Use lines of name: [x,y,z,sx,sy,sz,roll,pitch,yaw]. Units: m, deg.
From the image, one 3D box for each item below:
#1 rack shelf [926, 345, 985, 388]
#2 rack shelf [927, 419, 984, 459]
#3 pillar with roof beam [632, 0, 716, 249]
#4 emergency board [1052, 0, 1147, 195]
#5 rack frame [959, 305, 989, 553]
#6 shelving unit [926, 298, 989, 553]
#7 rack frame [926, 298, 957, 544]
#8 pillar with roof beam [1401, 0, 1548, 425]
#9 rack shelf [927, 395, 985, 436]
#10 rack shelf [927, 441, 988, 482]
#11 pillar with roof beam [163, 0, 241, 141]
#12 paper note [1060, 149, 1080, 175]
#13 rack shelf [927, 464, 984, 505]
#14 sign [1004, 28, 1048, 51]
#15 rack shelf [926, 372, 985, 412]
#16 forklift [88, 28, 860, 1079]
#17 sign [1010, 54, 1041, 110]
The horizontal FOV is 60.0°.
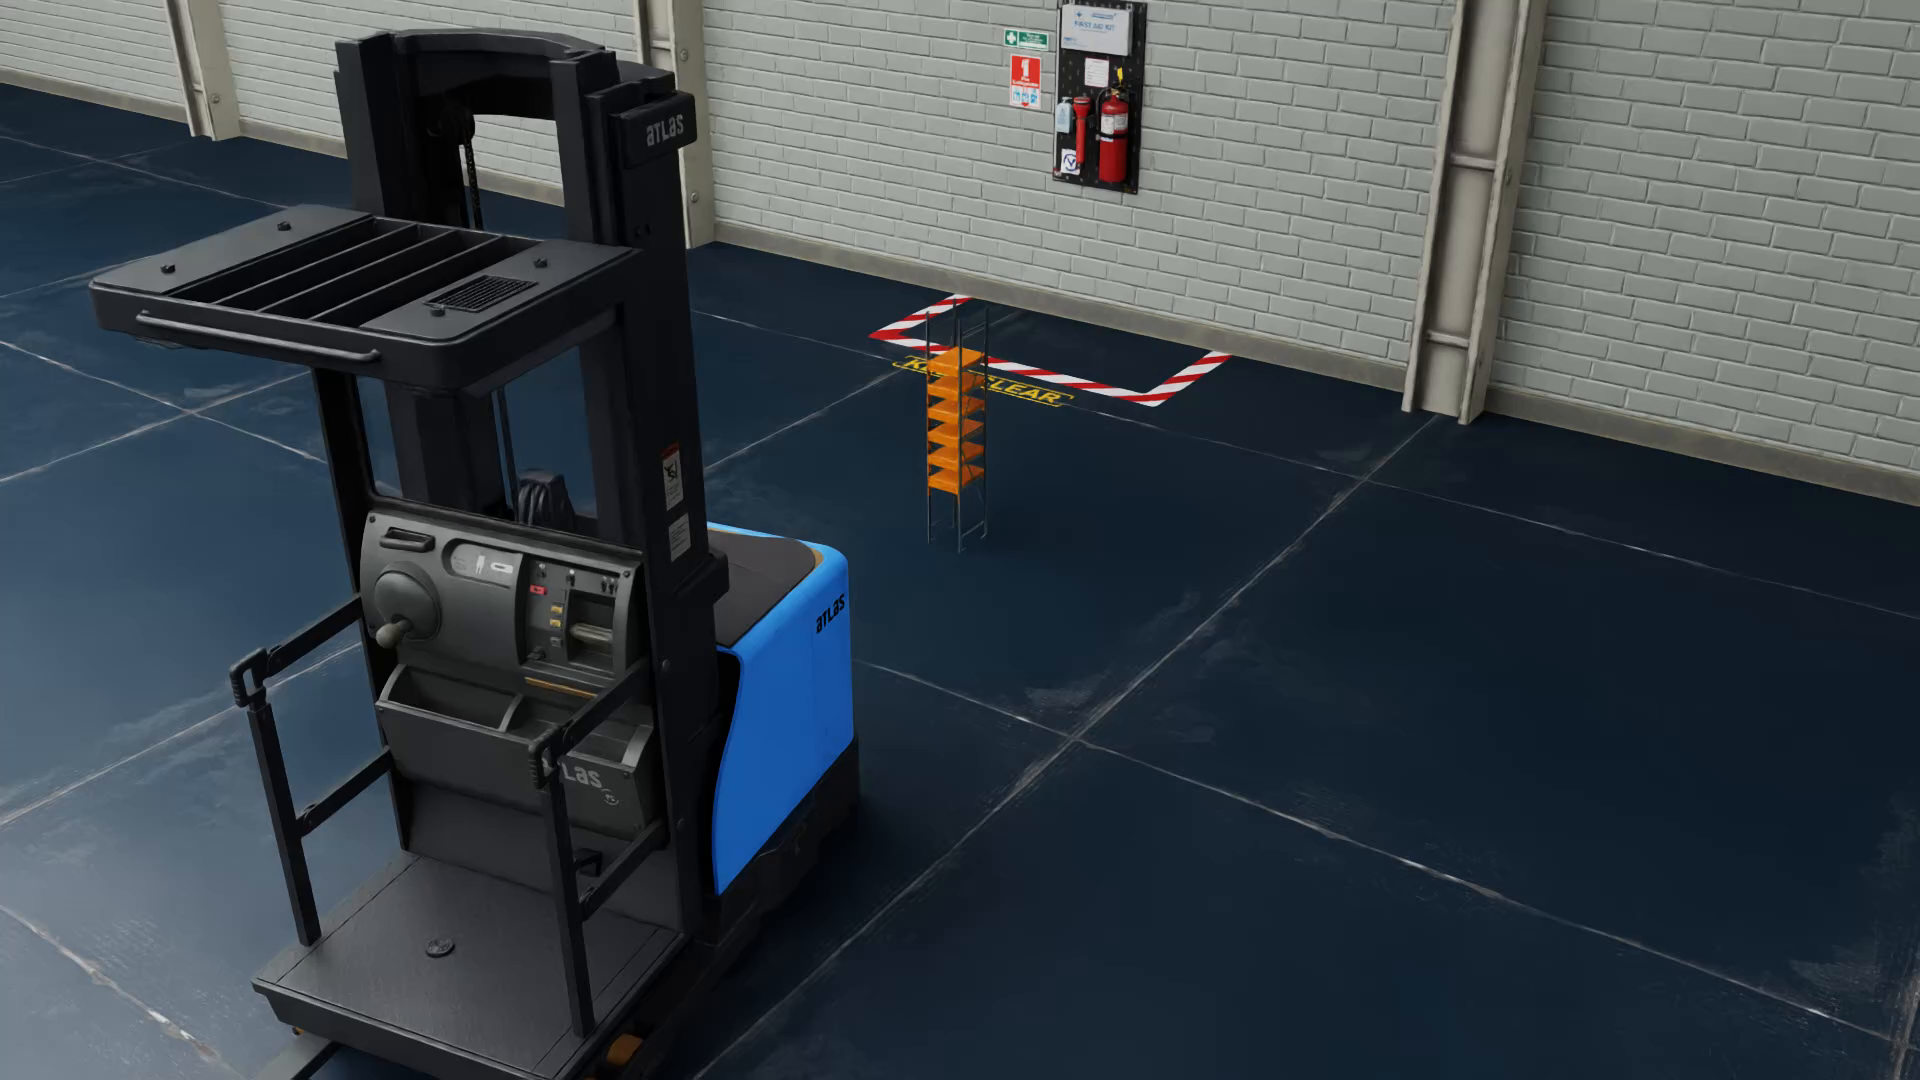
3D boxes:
rack shelf: [-0.012,-0.820,7.842,0.180,0.103,0.258,17,32,30]
rack shelf: [-0.012,-0.499,8.005,0.180,0.103,0.258,17,32,30]
pillar with roof beam: [-4.549,-4.708,7.579,0.400,9.000,9.100,17,32,30]
emergency board: [0.818,-2.752,10.350,0.643,1.169,0.194,17,32,30]
rack frame: [0.063,-0.515,7.939,0.006,1.200,0.240,17,32,30]
shelving unit: [-0.012,-0.538,7.985,0.189,1.200,0.258,17,32,30]
rack frame: [-0.087,-0.562,8.031,0.006,1.200,0.240,17,32,30]
pillar with roof beam: [0.396,-3.167,4.552,0.400,9.000,9.100,17,32,30]
rack shelf: [-0.012,-0.606,7.951,0.180,0.103,0.258,17,32,30]
rack shelf: [-0.012,-0.392,8.060,0.180,0.103,0.258,17,32,30]
pillar with roof beam: [-9.495,-6.249,10.607,0.400,9.000,9.100,17,32,30]
paper note: [0.711,-2.430,10.690,0.142,0.148,0.016,17,32,30]
rack shelf: [-0.012,-0.285,8.114,0.180,0.103,0.258,17,32,30]
sign: [0.420,-3.180,10.568,0.331,0.109,0.001,17,32,30]
rack shelf: [-0.012,-0.713,7.896,0.180,0.103,0.258,17,32,30]
forklift: [-1.418,0.210,4.607,1.130,2.935,3.031,11,29,20]
sign: [0.421,-2.948,10.697,0.234,0.329,0.001,17,32,30]
